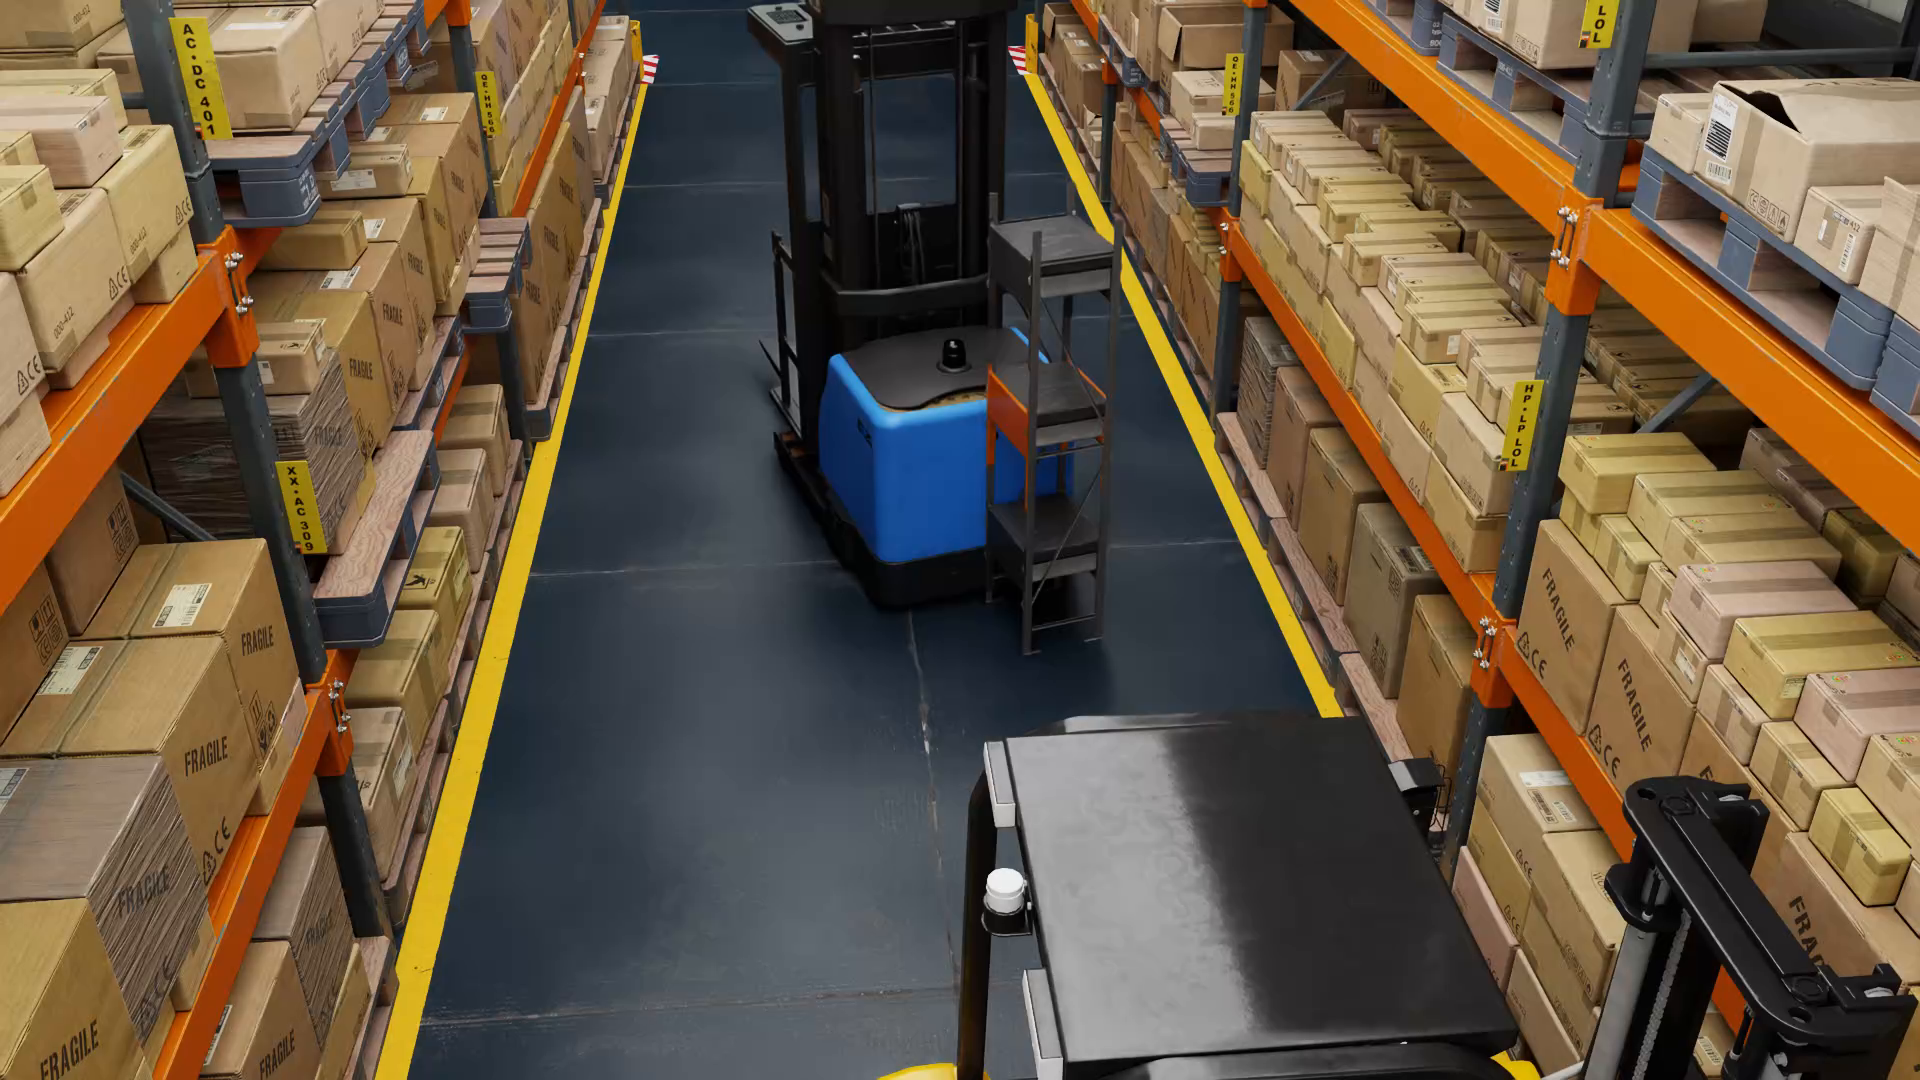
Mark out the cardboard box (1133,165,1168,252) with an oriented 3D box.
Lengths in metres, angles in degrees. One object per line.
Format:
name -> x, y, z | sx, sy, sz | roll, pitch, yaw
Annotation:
cardboard box -> 1.537, -2.344, 11.777 | 0.500, 0.500, 0.500 | -4, 31, -6

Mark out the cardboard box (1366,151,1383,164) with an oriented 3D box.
cardboard box -> 2.306, -1.913, 8.687 | 0.500, 0.250, 0.500 | -2, 31, -3

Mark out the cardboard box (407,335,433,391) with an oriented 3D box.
cardboard box -> -2.411, -0.734, 6.888 | 0.380, 0.149, 0.250 | -2, 31, -3

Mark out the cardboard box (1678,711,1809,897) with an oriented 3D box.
cardboard box -> 2.256, 0.783, 4.416 | 0.500, 0.500, 0.500 | -3, 31, -5

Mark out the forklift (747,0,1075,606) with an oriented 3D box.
forklift -> -0.418, -1.682, 8.708 | 1.130, 2.935, 3.031 | -11, 33, -17

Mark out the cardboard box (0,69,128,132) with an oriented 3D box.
cardboard box -> -2.333, -1.068, 4.155 | 0.380, 0.149, 0.250 | -2, 31, -4

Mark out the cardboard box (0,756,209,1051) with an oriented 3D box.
cardboard box -> -2.183, 0.874, 3.973 | 0.500, 0.500, 0.500 | -2, 31, -3

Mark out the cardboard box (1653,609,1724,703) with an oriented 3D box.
cardboard box -> 2.156, 0.311, 4.575 | 0.380, 0.149, 0.250 | -2, 31, -3

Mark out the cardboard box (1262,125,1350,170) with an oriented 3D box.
cardboard box -> 1.750, -1.987, 8.422 | 0.380, 0.149, 0.250 | -2, 31, -4

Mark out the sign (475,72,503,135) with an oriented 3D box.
sign -> -2.415, -2.233, 8.512 | 0.100, 0.325, 0.005 | -3, 31, -5

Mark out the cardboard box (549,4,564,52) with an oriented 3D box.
cardboard box -> -2.990, -3.463, 11.282 | 0.500, 0.250, 0.500 | -2, 31, -3

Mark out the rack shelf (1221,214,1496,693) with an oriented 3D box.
rack shelf -> 2.174, -0.649, 7.613 | 1.077, 0.370, 4.000 | -3, 31, -5

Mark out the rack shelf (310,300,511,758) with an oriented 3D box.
rack shelf -> -2.767, -0.409, 7.212 | 1.077, 0.370, 4.000 | -3, 31, -5

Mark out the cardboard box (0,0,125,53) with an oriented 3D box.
cardboard box -> -2.761, -1.605, 4.836 | 0.500, 0.250, 0.500 | -2, 31, -3

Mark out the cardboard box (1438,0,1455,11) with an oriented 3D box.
cardboard box -> 1.979, -2.159, 6.094 | 0.500, 0.311, 0.500 | -4, 31, -6

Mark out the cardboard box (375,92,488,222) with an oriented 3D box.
cardboard box -> -2.635, -1.871, 8.161 | 0.500, 0.500, 0.500 | -4, 31, -6

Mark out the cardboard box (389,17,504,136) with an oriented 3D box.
cardboard box -> -2.757, -2.475, 8.896 | 0.500, 0.500, 0.500 | -4, 31, -6

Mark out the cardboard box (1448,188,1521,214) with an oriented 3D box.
cardboard box -> 2.464, -1.498, 7.603 | 0.380, 0.149, 0.250 | -3, 31, -5

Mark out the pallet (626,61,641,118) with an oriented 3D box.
pallet -> -3.549, -4.222, 15.613 | 1.003, 0.211, 1.213 | -3, 31, -5

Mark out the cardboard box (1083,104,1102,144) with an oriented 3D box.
cardboard box -> 1.236, -3.480, 13.908 | 0.396, 0.266, 0.258 | -2, 31, -3

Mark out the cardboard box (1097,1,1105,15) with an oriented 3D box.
cardboard box -> 1.287, -4.196, 13.094 | 0.380, 0.149, 0.250 | -2, 31, -3

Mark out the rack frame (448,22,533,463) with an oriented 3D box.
rack frame -> -2.954, -1.739, 8.737 | 1.000, 3.000, 0.127 | -3, 31, -5

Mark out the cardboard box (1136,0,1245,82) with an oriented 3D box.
cardboard box -> 1.558, -3.322, 10.879 | 0.700, 0.500, 0.500 | -3, 31, -5

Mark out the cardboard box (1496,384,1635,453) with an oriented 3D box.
cardboard box -> 2.108, -0.422, 5.801 | 0.380, 0.149, 0.250 | -2, 31, -3

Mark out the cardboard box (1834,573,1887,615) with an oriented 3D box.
cardboard box -> 2.721, 0.155, 4.835 | 0.380, 0.149, 0.250 | -2, 31, -3

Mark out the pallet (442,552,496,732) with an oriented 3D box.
pallet -> -2.772, 0.478, 7.743 | 1.003, 0.211, 1.213 | -3, 31, -5

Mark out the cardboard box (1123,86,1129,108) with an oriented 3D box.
cardboard box -> 1.443, -3.341, 12.525 | 0.380, 0.149, 0.250 | -3, 31, -5

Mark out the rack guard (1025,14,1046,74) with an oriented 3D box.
rack guard -> 1.247, -4.951, 16.552 | 1.175, 0.500, 0.348 | -3, 31, -5

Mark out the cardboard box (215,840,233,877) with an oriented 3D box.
cardboard box -> -2.270, 0.824, 4.690 | 0.380, 0.149, 0.250 | -3, 31, -4

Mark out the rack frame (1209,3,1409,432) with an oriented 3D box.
rack frame -> 1.988, -1.979, 9.138 | 1.000, 3.000, 0.127 | -3, 31, -5

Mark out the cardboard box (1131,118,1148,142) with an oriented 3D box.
cardboard box -> 1.485, -3.073, 12.365 | 0.380, 0.149, 0.250 | -4, 31, -6

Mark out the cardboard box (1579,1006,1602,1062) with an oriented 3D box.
cardboard box -> 2.184, 1.625, 4.889 | 0.500, 0.250, 0.500 | -3, 31, -5

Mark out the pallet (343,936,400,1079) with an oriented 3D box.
pallet -> -2.482, 1.841, 5.461 | 1.003, 0.211, 1.213 | -3, 31, -5

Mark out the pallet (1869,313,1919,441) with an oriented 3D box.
pallet -> 2.578, -0.131, 3.205 | 1.003, 0.211, 1.213 | -3, 31, -5

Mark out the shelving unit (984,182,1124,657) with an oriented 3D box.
shelving unit -> 0.401, -0.508, 7.552 | 0.431, 2.100, 0.503 | -11, 33, -17

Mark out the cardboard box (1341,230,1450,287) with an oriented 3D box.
cardboard box -> 1.858, -1.204, 7.111 | 0.380, 0.149, 0.250 | -4, 31, -6

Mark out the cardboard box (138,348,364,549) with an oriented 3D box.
cardboard box -> -2.339, -0.301, 5.532 | 0.500, 0.500, 0.500 | -2, 31, -3

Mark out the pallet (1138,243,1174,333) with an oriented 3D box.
pallet -> 1.845, -1.786, 11.535 | 1.003, 0.211, 1.213 | -3, 31, -5

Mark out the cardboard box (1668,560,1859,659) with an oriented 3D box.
cardboard box -> 2.165, 0.186, 4.492 | 0.380, 0.149, 0.250 | -2, 31, -3

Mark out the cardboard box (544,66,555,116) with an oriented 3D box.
cardboard box -> -2.960, -2.981, 10.963 | 0.500, 0.250, 0.500 | -4, 31, -6

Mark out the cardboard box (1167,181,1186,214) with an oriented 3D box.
cardboard box -> 1.593, -2.283, 11.042 | 0.380, 0.149, 0.250 | -4, 31, -7

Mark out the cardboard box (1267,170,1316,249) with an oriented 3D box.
cardboard box -> 1.831, -1.635, 8.221 | 0.500, 0.250, 0.500 | -2, 31, -3

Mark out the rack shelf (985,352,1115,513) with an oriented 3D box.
rack shelf -> 0.401, -0.496, 7.559 | 0.431, 0.518, 0.480 | -11, 33, -17

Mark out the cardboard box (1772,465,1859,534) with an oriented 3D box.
cardboard box -> 2.674, -0.107, 4.984 | 0.380, 0.149, 0.250 | -4, 31, -6

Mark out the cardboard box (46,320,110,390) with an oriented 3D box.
cardboard box -> -2.263, -0.468, 3.928 | 0.380, 0.149, 0.250 | -2, 31, -4

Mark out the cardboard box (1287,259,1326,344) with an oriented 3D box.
cardboard box -> 1.883, -1.157, 7.907 | 0.500, 0.250, 0.500 | -4, 31, -6

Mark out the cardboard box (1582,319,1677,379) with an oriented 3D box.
cardboard box -> 2.547, -0.715, 6.292 | 0.380, 0.149, 0.250 | -3, 31, -5

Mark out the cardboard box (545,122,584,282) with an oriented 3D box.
cardboard box -> -3.098, -2.276, 11.298 | 0.875, 0.875, 0.875 | -2, 31, -3

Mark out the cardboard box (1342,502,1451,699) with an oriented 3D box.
cardboard box -> 2.237, 0.240, 7.329 | 0.875, 0.625, 0.625 | -3, 31, -5

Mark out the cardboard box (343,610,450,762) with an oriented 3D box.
cardboard box -> -2.702, 0.616, 6.946 | 0.950, 0.372, 0.625 | -1, 31, -1
